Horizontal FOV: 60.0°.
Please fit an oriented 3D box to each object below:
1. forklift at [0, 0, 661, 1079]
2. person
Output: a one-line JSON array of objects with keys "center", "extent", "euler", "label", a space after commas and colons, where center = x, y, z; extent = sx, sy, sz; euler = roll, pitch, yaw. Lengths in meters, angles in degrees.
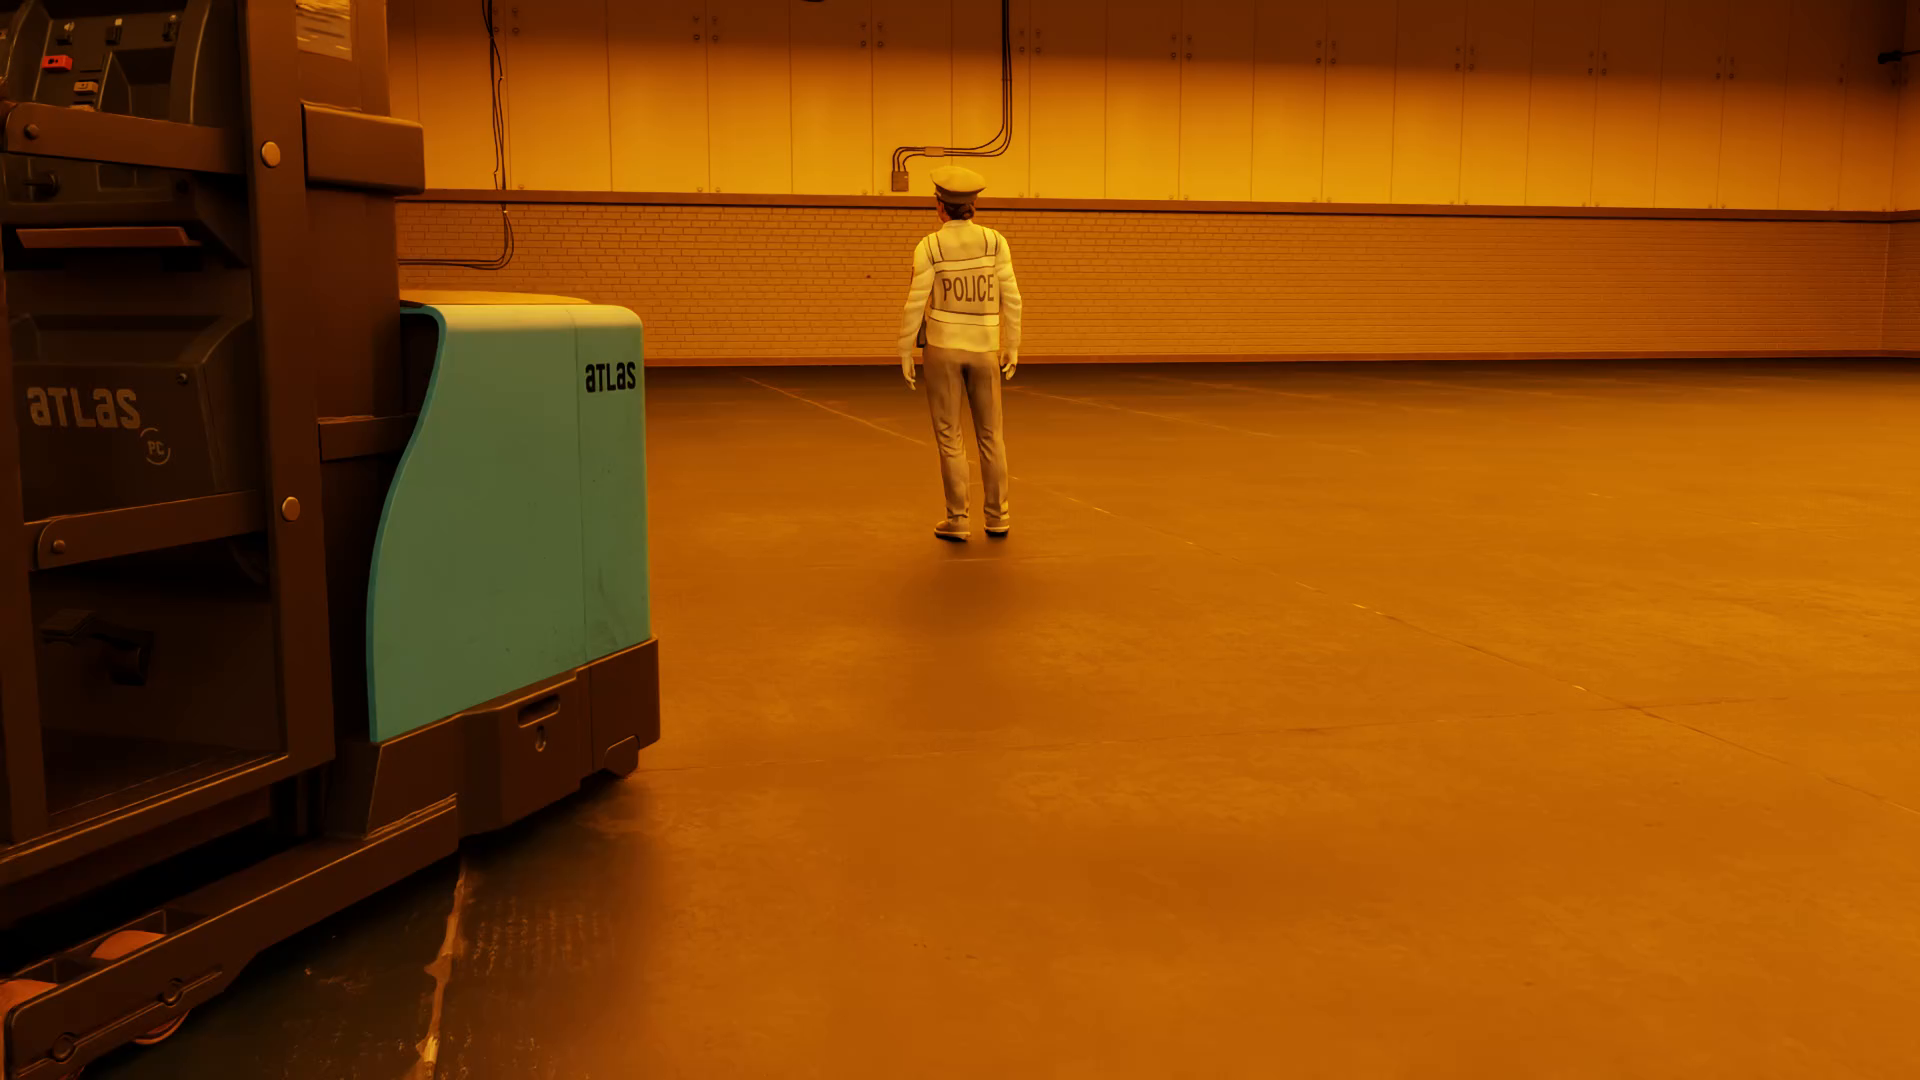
[{"center": [-1.651, -0.749, 2.493], "extent": [1.130, 2.935, 3.031], "euler": [3, 8, 18], "label": "forklift"}, {"center": [-0.009, -0.856, 7.657], "extent": [0.586, 1.694, 0.530], "euler": [-2, 8, -13], "label": "person"}]
